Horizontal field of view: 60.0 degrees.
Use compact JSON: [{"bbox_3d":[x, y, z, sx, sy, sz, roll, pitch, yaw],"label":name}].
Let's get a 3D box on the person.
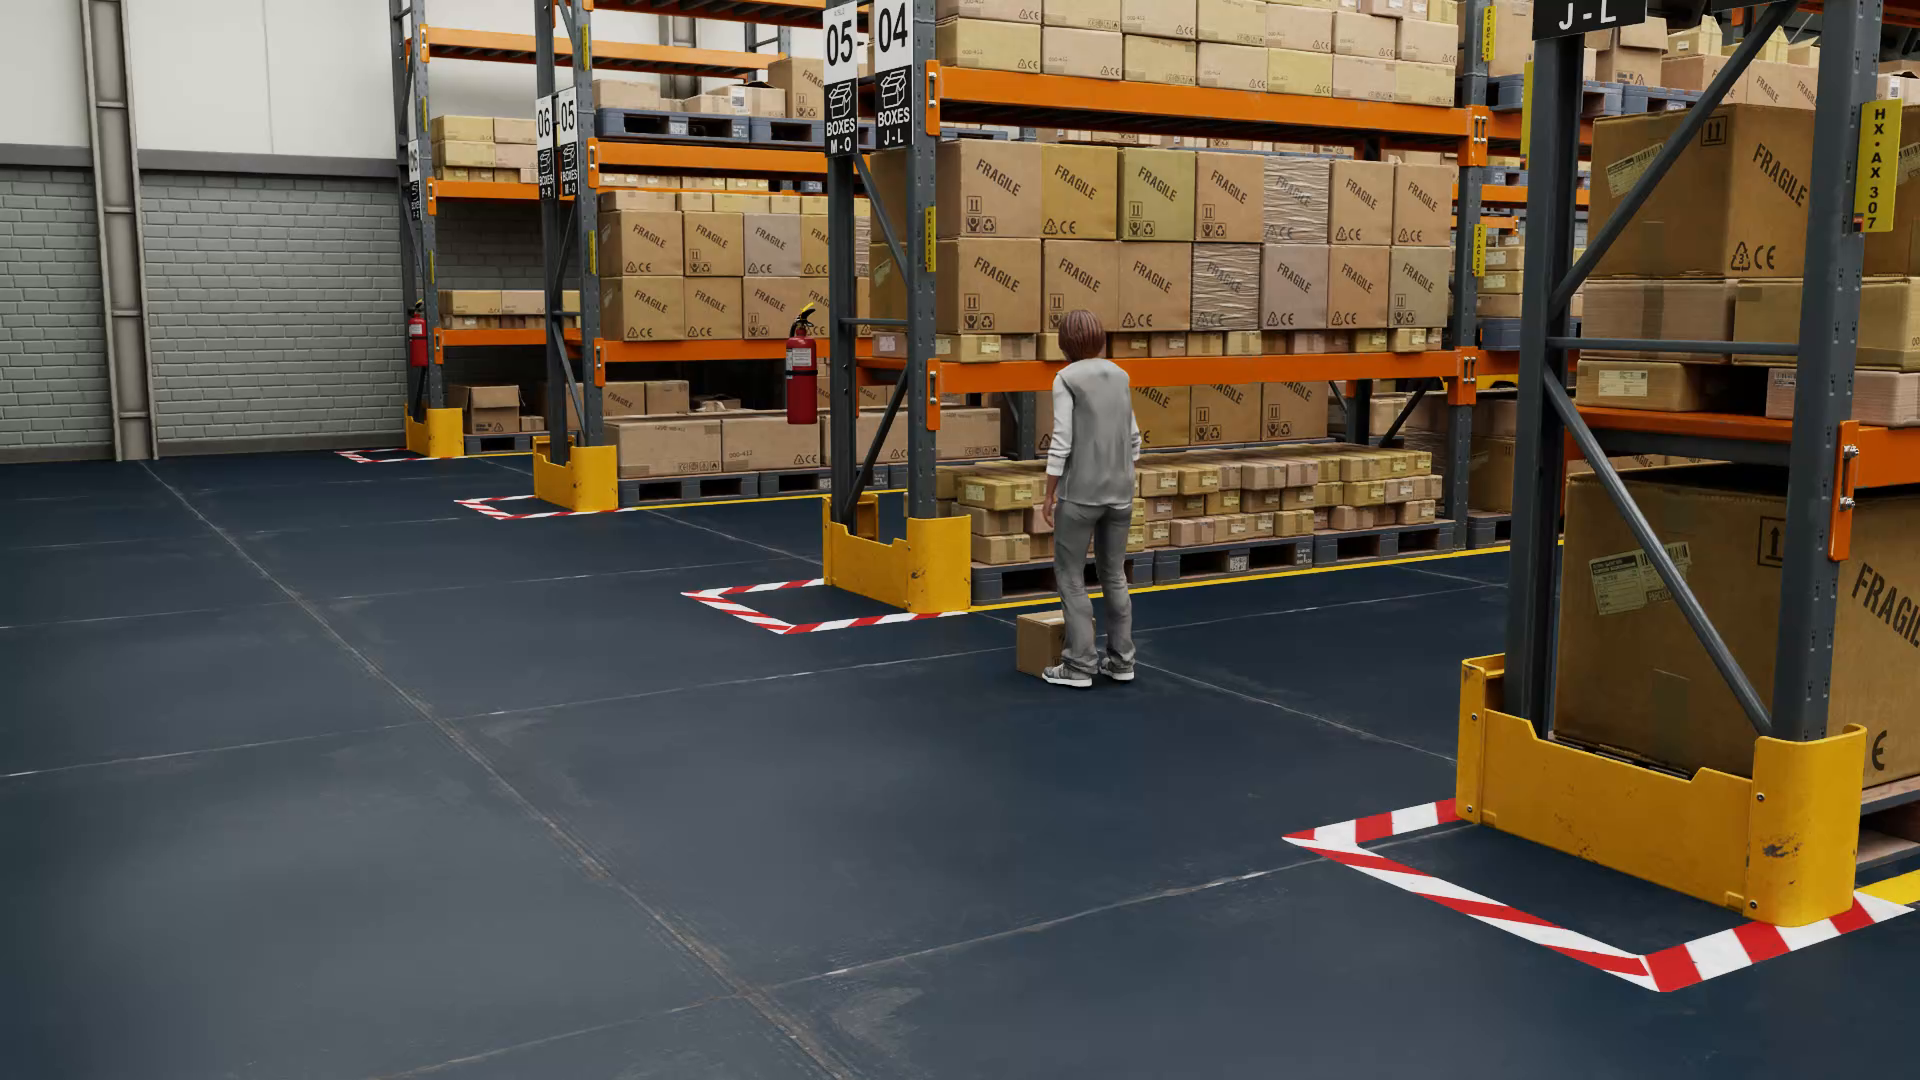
[{"bbox_3d":[0.556,-0.172,7.046,0.468,1.592,0.350,-5,10,-31],"label":"person"}]
